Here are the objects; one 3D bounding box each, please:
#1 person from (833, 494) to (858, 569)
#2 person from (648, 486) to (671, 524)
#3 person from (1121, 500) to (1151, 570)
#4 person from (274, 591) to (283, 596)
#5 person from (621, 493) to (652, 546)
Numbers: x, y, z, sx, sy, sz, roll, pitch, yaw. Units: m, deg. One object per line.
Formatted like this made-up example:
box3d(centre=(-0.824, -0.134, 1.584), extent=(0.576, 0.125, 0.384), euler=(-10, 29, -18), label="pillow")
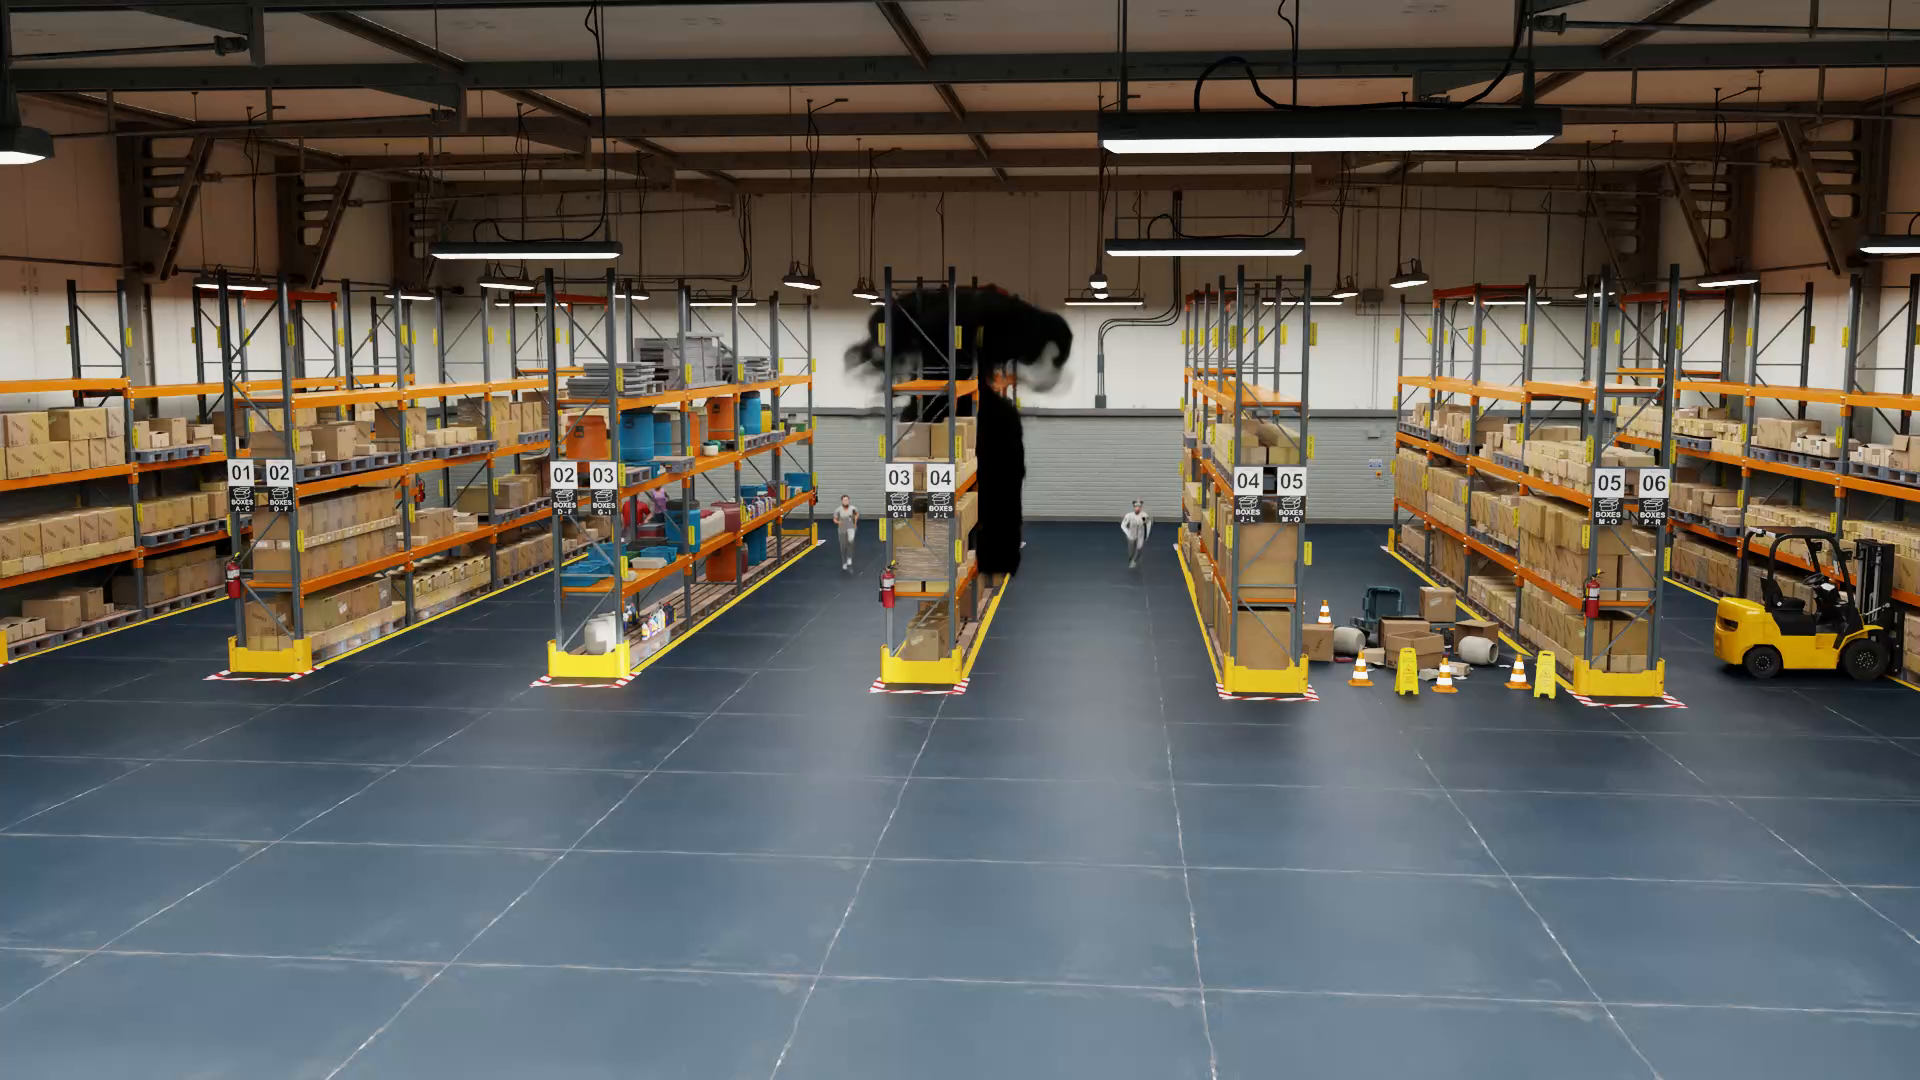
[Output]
box3d(centre=(-2.433, -0.164, 35.430), extent=(0.518, 1.634, 0.917), euler=(0, 7, 1), label="person")
box3d(centre=(-7.253, -0.654, 40.149), extent=(0.552, 1.596, 0.769), euler=(-1, 7, -9), label="person")
box3d(centre=(3.675, -0.087, 34.674), extent=(0.642, 1.537, 0.879), euler=(0, 7, 0), label="person")
box3d(centre=(-12.137, 0.533, 29.667), extent=(0.710, 1.820, 0.891), euler=(0, 7, 0), label="person")
box3d(centre=(-6.476, -0.157, 33.233), extent=(0.662, 1.714, 0.618), euler=(2, 7, 13), label="person")
